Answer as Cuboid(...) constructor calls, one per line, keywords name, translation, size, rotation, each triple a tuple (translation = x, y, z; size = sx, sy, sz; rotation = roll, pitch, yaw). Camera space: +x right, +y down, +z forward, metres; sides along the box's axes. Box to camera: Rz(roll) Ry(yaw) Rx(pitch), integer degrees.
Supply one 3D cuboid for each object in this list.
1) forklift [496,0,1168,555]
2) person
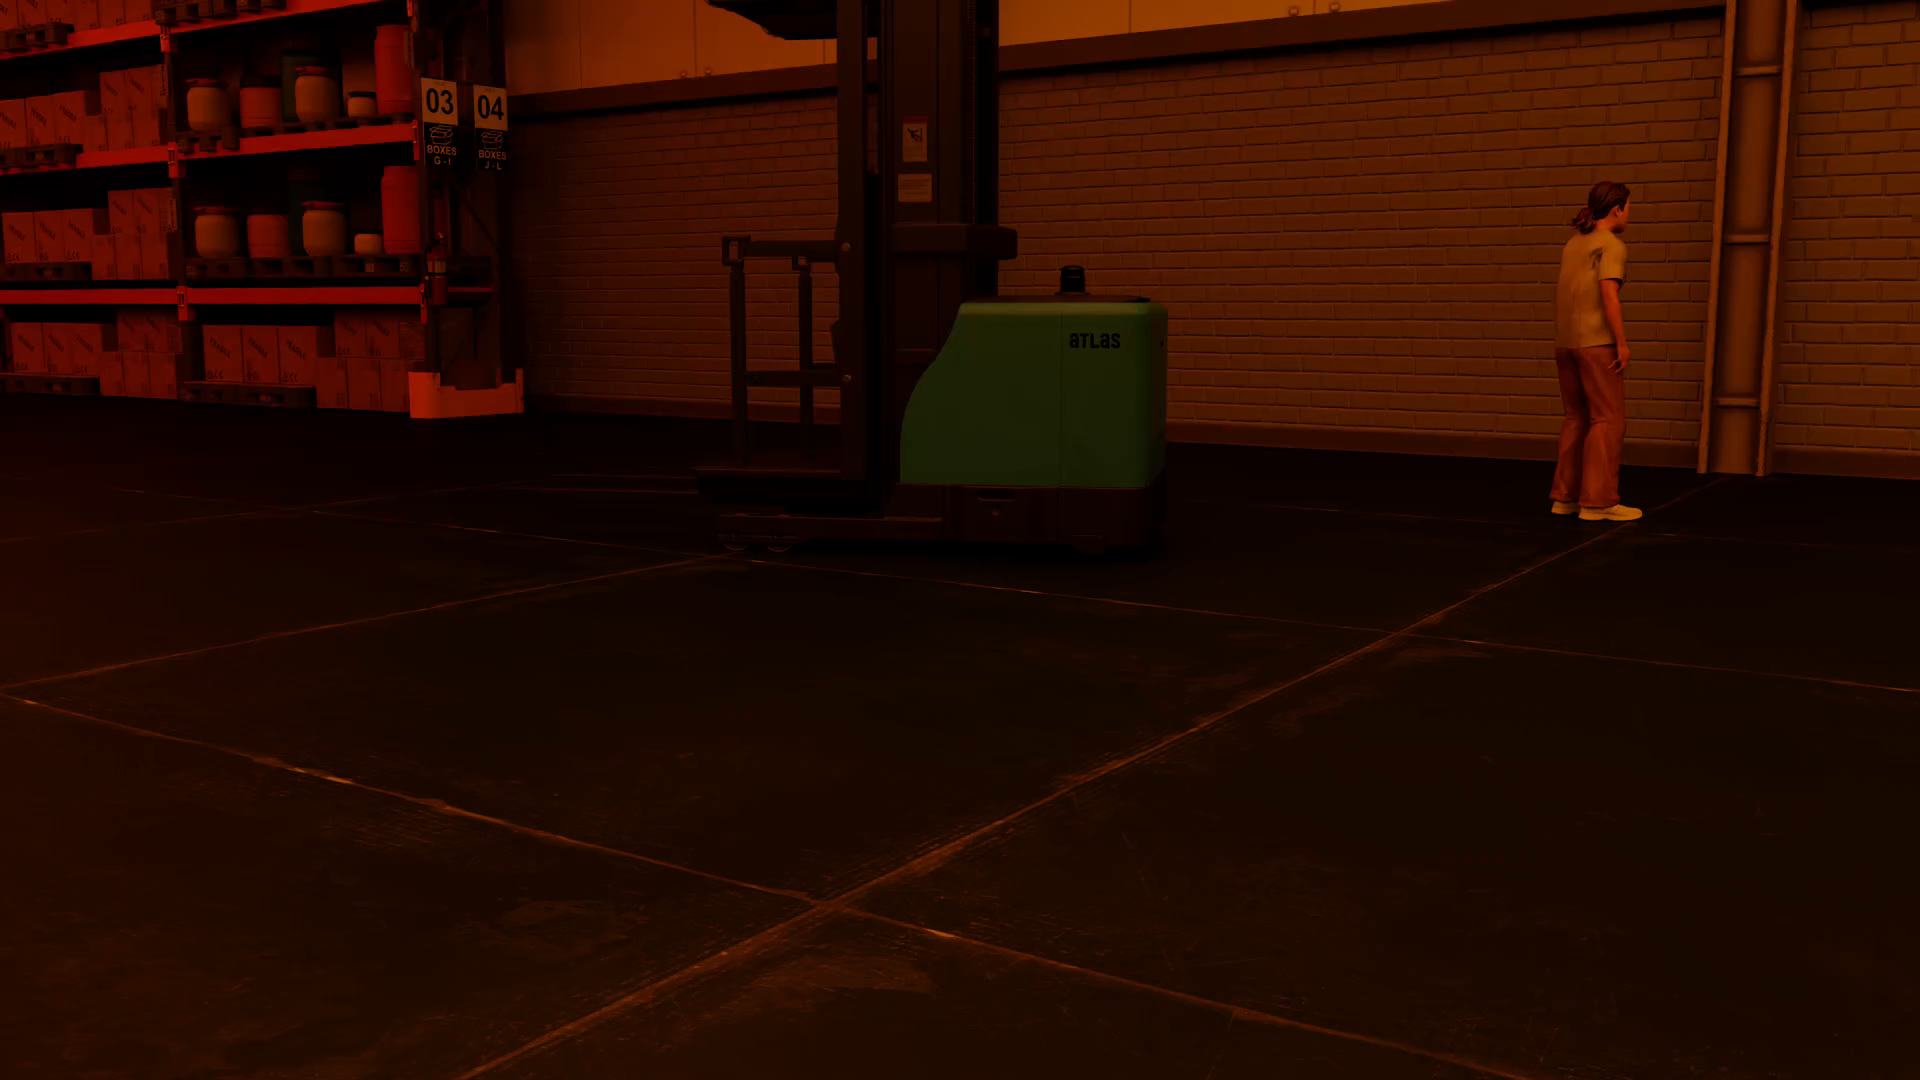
Cuboid(name="forklift", translation=(-0.596, -1.469, 7.520), size=(3.031, 2.935, 1.130), rotation=(2, 8, 12))
Cuboid(name="person", translation=(3.172, -0.947, 8.324), size=(0.355, 1.673, 0.499), rotation=(-2, 8, -13))
